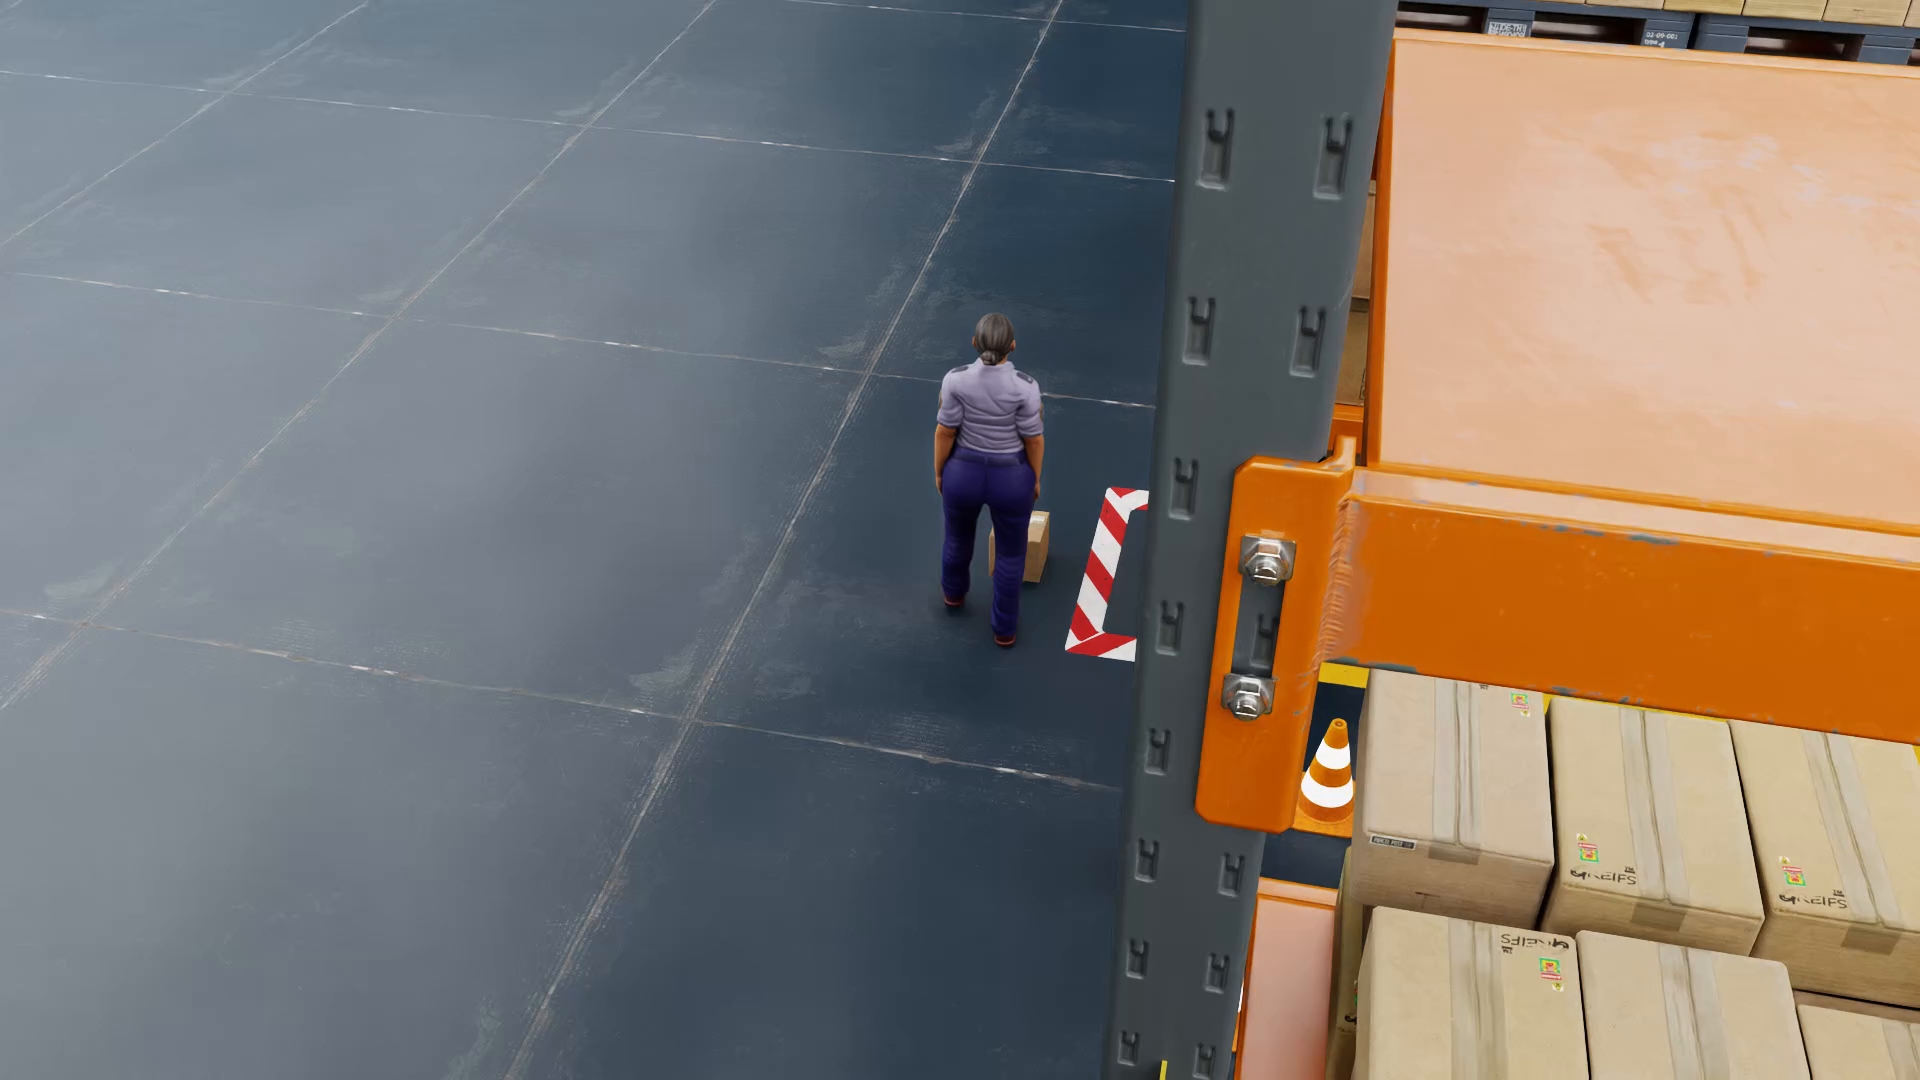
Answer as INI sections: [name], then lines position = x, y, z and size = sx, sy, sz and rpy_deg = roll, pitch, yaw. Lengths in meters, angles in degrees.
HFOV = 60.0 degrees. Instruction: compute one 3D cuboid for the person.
[person]
position = 0.134, -0.325, 7.396
size = 0.504, 1.648, 0.522
rpy_deg = 7, 37, 9
